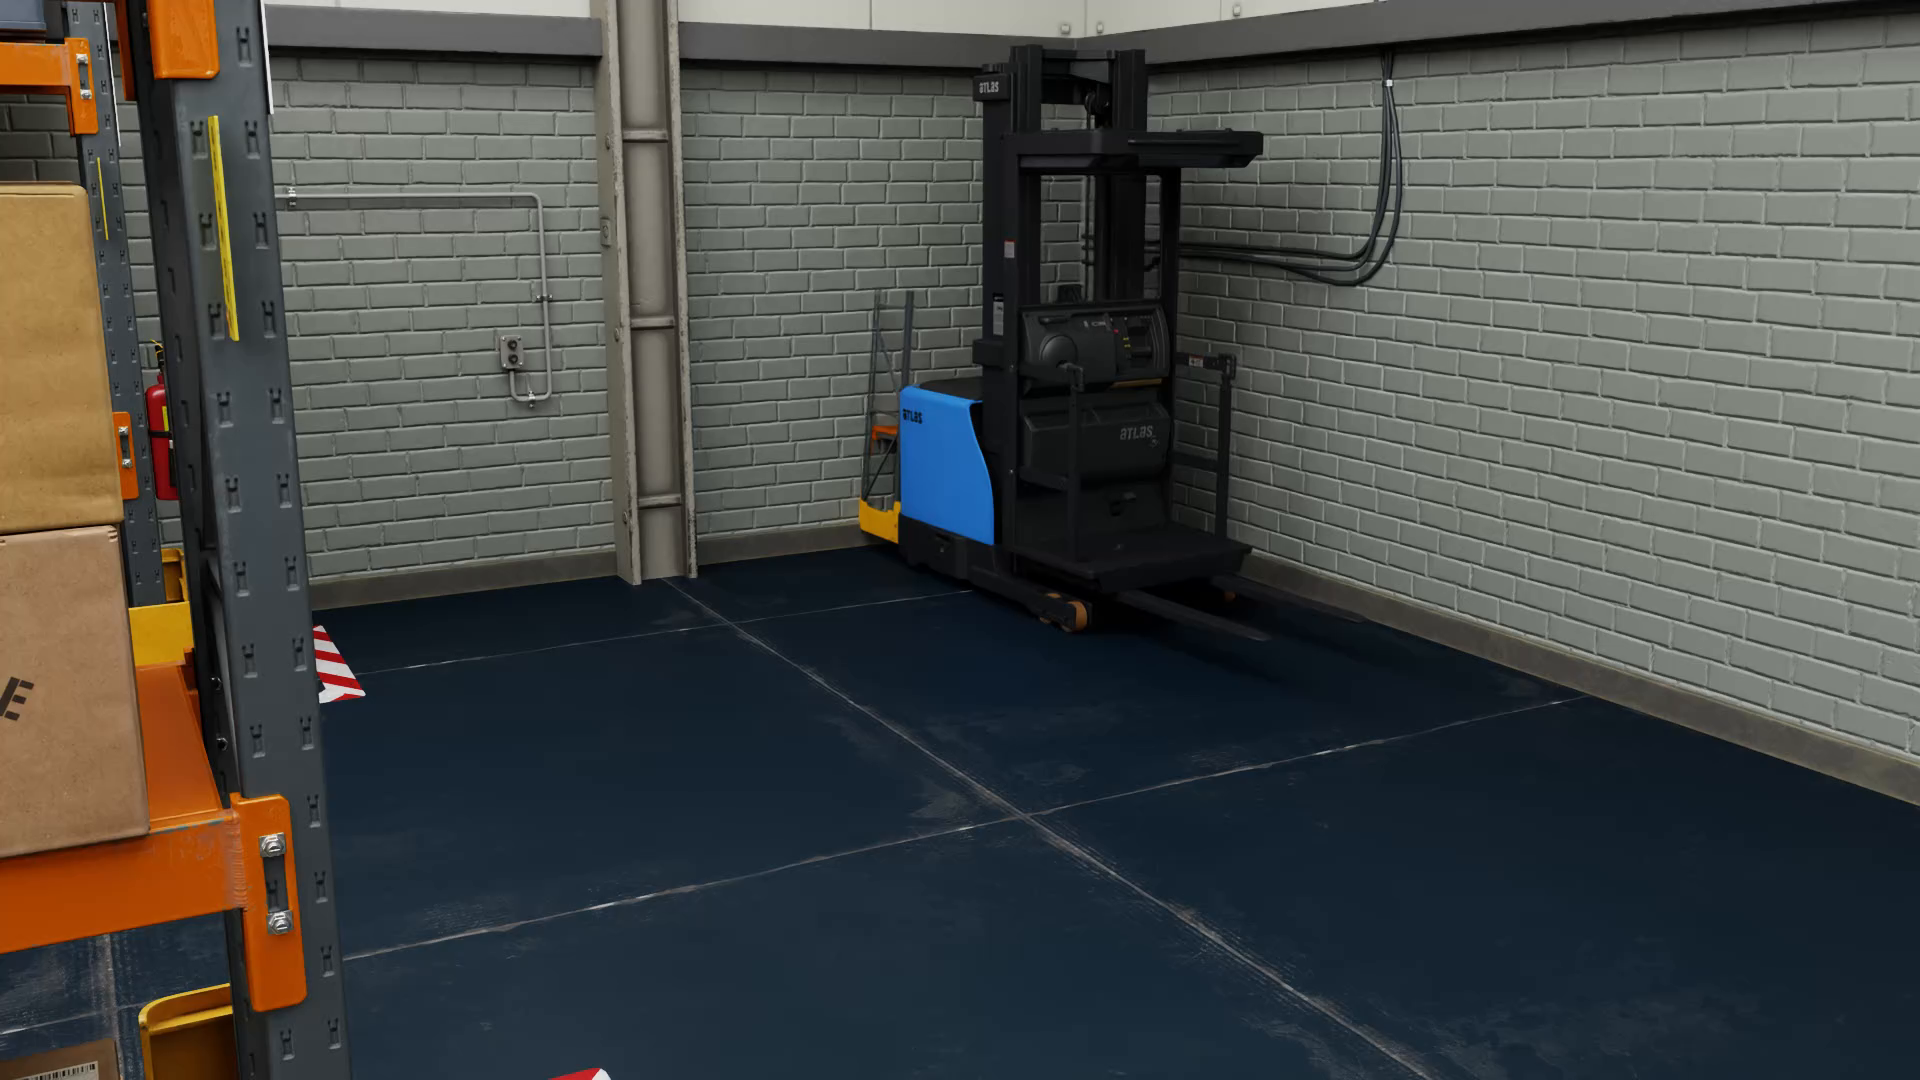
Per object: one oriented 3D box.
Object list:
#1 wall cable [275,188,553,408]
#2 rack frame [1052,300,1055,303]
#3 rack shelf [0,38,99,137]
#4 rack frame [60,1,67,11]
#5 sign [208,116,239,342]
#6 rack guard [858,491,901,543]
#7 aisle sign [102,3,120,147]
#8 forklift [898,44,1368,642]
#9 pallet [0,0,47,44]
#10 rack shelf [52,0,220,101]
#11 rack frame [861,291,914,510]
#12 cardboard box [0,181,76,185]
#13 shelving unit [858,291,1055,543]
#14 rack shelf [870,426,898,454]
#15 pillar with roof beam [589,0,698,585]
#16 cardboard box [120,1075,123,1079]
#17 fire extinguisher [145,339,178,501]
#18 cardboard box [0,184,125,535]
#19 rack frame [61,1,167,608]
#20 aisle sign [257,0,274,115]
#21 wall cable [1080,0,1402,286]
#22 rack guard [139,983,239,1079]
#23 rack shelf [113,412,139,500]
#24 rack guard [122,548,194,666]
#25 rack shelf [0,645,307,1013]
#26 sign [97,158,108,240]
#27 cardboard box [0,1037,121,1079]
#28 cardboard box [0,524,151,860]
[{"bbox_3d":[-3.050,-1.619,8.657,1.851,1.984,0.084,-7,14,-28],"label":"wall cable"},{"bbox_3d":[0.433,-0.789,10.616,0.032,1.500,0.500,-1,11,-29],"label":"rack frame"},{"bbox_3d":[-5.476,-1.708,6.175,4.000,0.370,1.077,-7,14,-28],"label":"rack shelf"},{"bbox_3d":[-3.721,-3.733,6.701,0.127,3.000,1.000,-7,14,-28],"label":"rack frame"},{"bbox_3d":[-1.096,-0.462,2.473,0.005,0.325,0.100,-7,14,-28],"label":"sign"},{"bbox_3d":[-0.478,-0.153,10.227,0.087,0.250,0.587,-1,11,-29],"label":"rack guard"},{"bbox_3d":[-3.514,-2.024,6.851,0.004,0.787,0.394,-7,14,-28],"label":"aisle sign"},{"bbox_3d":[0.848,-1.072,8.699,1.130,2.935,3.031,-8,15,-32],"label":"forklift"},{"bbox_3d":[-4.367,-2.146,6.685,1.213,0.211,1.003,-7,14,-28],"label":"pallet"},{"bbox_3d":[-3.100,-0.754,1.935,4.000,0.370,1.077,-7,14,-28],"label":"rack shelf"},{"bbox_3d":[-0.453,-0.768,10.118,0.032,1.500,0.500,-1,11,-29],"label":"rack frame"},{"bbox_3d":[-1.860,-0.393,3.018,0.500,0.500,0.500,-6,14,-26],"label":"cardboard box"},{"bbox_3d":[-0.002,-0.779,10.372,1.083,1.500,0.587,-1,11,-29],"label":"shelving unit"},{"bbox_3d":[-0.022,-0.601,10.396,1.000,0.185,0.538,-1,11,-29],"label":"rack shelf"},{"bbox_3d":[0.297,-3.354,5.018,0.400,9.000,9.100,-7,14,-28],"label":"pillar with roof beam"},{"bbox_3d":[-1.876,1.302,3.483,0.250,0.149,0.380,-7,14,-28],"label":"cardboard box"},{"bbox_3d":[-3.367,-0.514,7.085,0.183,0.674,0.296,-7,14,-28],"label":"fire extinguisher"},{"bbox_3d":[-1.603,-0.289,2.556,0.500,0.500,0.500,-7,14,-28],"label":"cardboard box"},{"bbox_3d":[-3.721,-0.806,7.360,0.127,3.000,1.000,-7,14,-28],"label":"rack frame"},{"bbox_3d":[-1.137,-1.068,2.604,0.004,0.787,0.394,-7,14,-28],"label":"aisle sign"},{"bbox_3d":[1.415,-2.744,9.380,0.112,2.526,3.097,-7,14,-28],"label":"wall cable"},{"bbox_3d":[-1.411,1.375,3.359,0.348,0.500,1.175,-7,14,-28],"label":"rack guard"},{"bbox_3d":[-5.476,-0.245,6.504,4.000,0.370,1.077,-7,14,-28],"label":"rack shelf"},{"bbox_3d":[-3.700,0.411,7.646,0.348,0.500,1.175,-7,14,-28],"label":"rack guard"},{"bbox_3d":[-3.100,0.709,2.264,4.000,0.370,1.077,-7,14,-28],"label":"rack shelf"},{"bbox_3d":[-3.473,-1.381,6.736,0.005,0.325,0.100,-7,14,-28],"label":"sign"},{"bbox_3d":[-1.703,1.257,2.881,0.500,0.500,0.500,-7,14,-28],"label":"cardboard box"},{"bbox_3d":[-1.607,0.199,2.666,0.500,0.500,0.500,-6,14,-26],"label":"cardboard box"}]
